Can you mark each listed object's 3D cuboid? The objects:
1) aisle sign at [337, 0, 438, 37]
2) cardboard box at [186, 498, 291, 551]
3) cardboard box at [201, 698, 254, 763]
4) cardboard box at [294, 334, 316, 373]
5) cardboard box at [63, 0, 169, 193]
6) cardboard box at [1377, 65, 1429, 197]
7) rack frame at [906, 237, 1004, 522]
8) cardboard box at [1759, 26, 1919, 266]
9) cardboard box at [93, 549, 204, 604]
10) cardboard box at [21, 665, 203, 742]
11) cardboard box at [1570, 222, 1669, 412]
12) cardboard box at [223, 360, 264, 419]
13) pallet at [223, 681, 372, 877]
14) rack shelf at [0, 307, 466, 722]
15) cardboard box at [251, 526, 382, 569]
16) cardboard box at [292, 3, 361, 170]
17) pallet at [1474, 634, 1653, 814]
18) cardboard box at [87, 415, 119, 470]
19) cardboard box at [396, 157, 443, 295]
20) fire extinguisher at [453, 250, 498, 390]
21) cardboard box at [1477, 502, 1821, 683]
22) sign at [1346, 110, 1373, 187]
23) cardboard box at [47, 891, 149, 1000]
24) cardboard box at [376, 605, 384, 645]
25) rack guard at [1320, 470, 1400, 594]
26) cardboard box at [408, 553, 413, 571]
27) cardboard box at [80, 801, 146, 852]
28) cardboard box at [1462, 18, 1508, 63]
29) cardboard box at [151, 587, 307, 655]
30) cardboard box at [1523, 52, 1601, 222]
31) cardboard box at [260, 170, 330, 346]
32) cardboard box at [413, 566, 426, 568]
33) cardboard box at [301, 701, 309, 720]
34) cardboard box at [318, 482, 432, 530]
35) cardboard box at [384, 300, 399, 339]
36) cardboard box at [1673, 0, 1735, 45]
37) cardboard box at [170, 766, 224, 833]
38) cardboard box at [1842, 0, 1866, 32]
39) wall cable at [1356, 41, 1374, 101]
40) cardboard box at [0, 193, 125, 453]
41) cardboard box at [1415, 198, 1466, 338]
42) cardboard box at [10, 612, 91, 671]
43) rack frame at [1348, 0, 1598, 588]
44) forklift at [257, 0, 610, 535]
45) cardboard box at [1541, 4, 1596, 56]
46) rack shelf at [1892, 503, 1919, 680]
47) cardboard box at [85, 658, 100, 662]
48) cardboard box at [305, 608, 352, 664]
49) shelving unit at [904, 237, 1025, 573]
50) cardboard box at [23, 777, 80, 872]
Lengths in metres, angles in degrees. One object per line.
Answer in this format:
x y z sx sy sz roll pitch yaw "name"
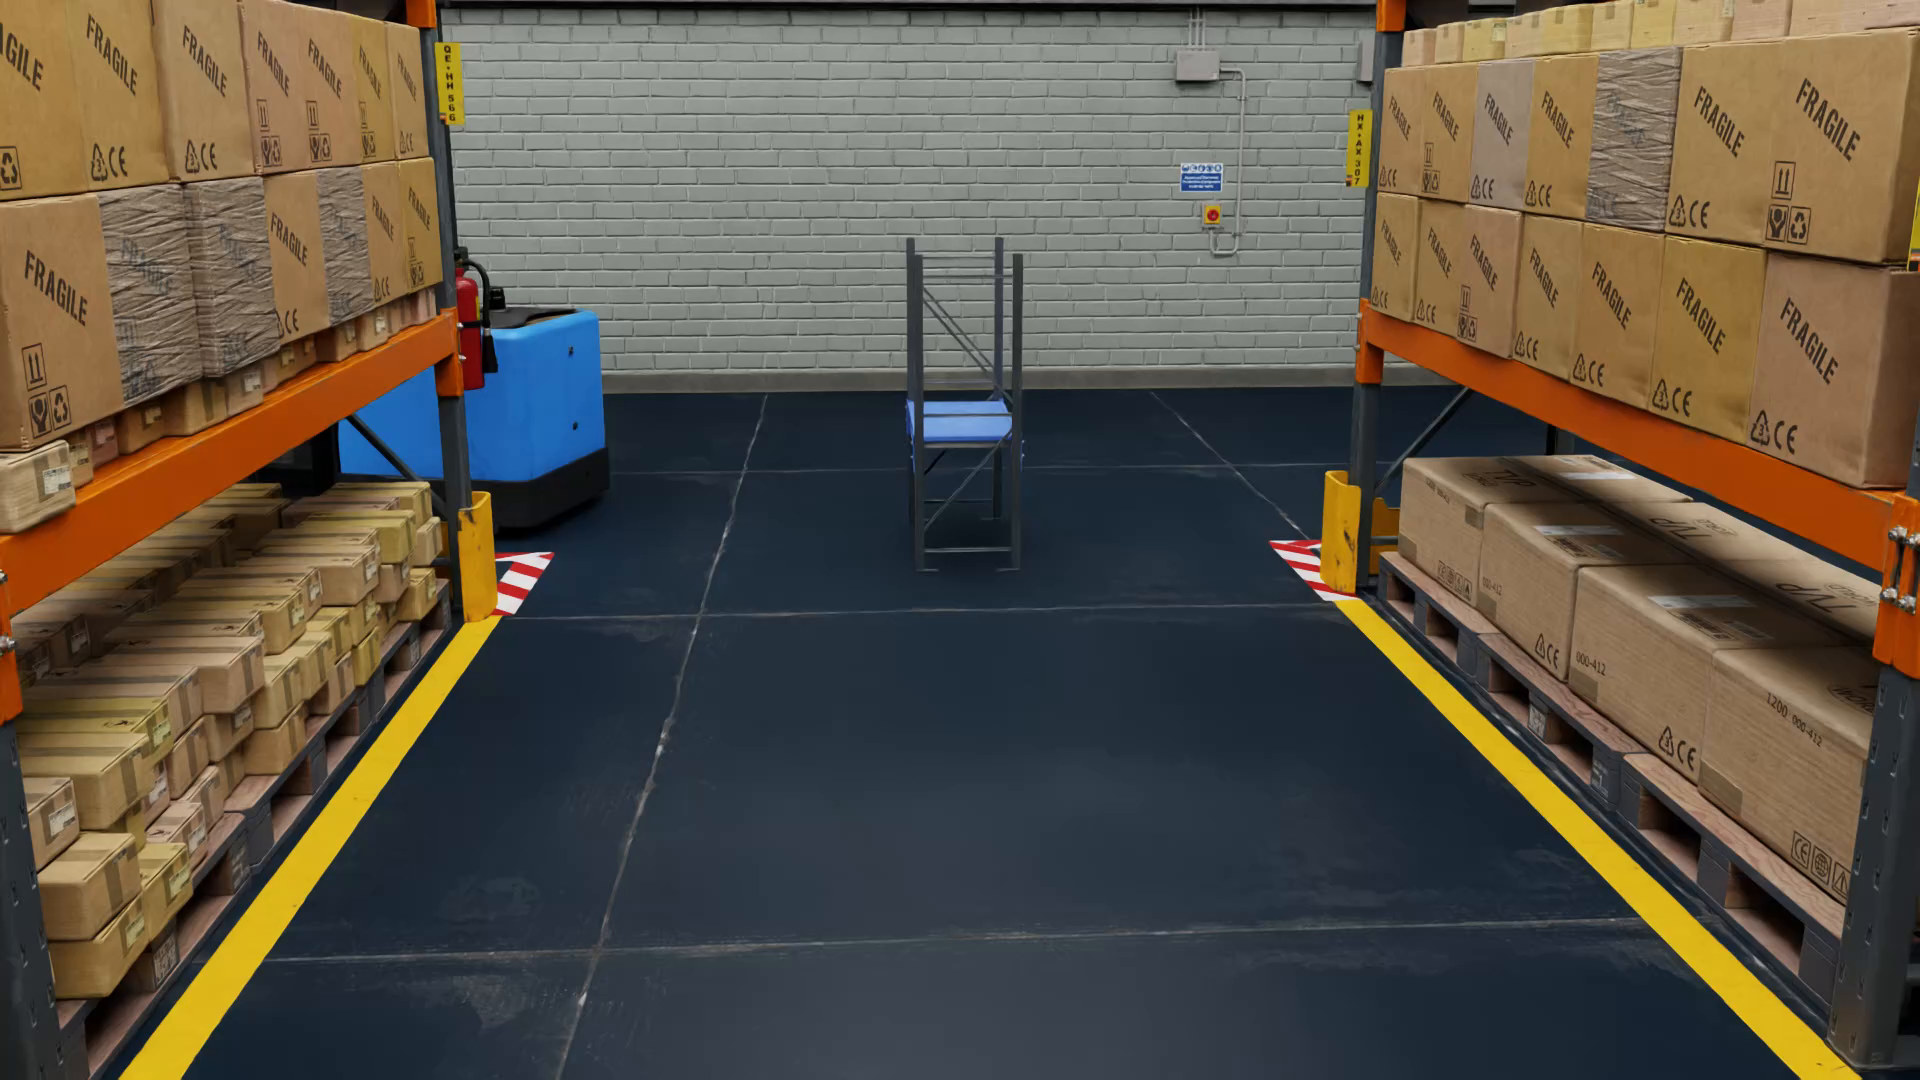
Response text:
-2.349 -2.433 6.747 0.394 0.787 0.004 -1 14 -3 "aisle sign"
-2.814 -0.060 6.425 0.380 0.149 0.250 -1 14 -2 "cardboard box"
-2.263 0.524 4.753 0.380 0.149 0.250 0 14 -1 "cardboard box"
-2.350 -0.632 5.465 0.380 0.149 0.250 -1 15 -6 "cardboard box"
-2.228 -1.078 3.893 0.500 0.500 0.500 -1 14 -5 "cardboard box"
2.036 -1.662 6.759 0.500 0.500 0.500 -1 14 -5 "cardboard box"
-0.026 -0.832 8.748 0.500 1.500 0.032 -1 14 -3 "rack frame"
2.233 -0.904 3.813 0.500 0.500 0.500 -1 14 -4 "cardboard box"
-2.820 0.134 5.671 0.380 0.149 0.250 0 14 -1 "cardboard box"
-2.273 0.447 4.452 0.380 0.149 0.250 -1 14 -5 "cardboard box"
2.171 -0.671 4.914 0.500 0.500 0.500 -1 14 -4 "cardboard box"
-2.217 -0.437 4.711 0.380 0.149 0.250 0 14 -1 "cardboard box"
-2.552 0.723 5.293 1.003 0.211 1.213 -1 14 -3 "pallet"
-2.520 -0.306 5.139 1.077 0.370 4.000 -1 14 -3 "rack shelf"
-2.305 0.056 5.972 0.380 0.149 0.250 -1 15 -6 "cardboard box"
-2.295 -1.463 5.389 0.500 0.500 0.500 0 14 -1 "cardboard box"
2.490 0.598 5.780 1.003 0.211 1.213 -1 14 -3 "pallet"
-2.246 -0.239 3.941 0.380 0.149 0.250 -2 15 -6 "cardboard box"
-2.359 -1.236 6.514 0.500 0.500 0.500 -1 14 -2 "cardboard box"
-2.199 -1.003 7.310 0.296 0.674 0.183 -1 14 -3 "fire extinguisher"
2.496 0.174 6.128 0.875 0.438 0.875 0 14 -2 "cardboard box"
1.736 -1.704 7.232 0.100 0.325 0.005 -1 14 -3 "sign"
-2.098 0.925 3.790 0.380 0.149 0.250 -2 15 -6 "cardboard box"
-2.328 0.344 6.048 0.380 0.149 0.250 -1 14 -3 "cardboard box"
2.289 -0.049 7.712 1.175 0.500 0.348 -1 14 -3 "rack guard"
-2.364 0.074 6.500 0.380 0.149 0.250 -1 14 -5 "cardboard box"
-2.205 0.720 3.991 0.380 0.149 0.250 -1 14 -3 "cardboard box"
2.059 -1.812 6.039 0.380 0.149 0.250 -1 14 -5 "cardboard box"
-2.282 0.254 5.203 0.380 0.149 0.250 -1 14 -3 "cardboard box"
2.146 -1.282 5.281 0.500 0.500 0.500 -1 14 -3 "cardboard box"
-2.271 -0.858 5.044 0.500 0.500 0.500 0 14 -1 "cardboard box"
-2.403 0.153 6.789 0.380 0.149 0.250 -1 14 -2 "cardboard box"
-2.312 0.539 5.291 0.380 0.149 0.250 0 14 -2 "cardboard box"
-2.358 -0.135 6.715 0.380 0.149 0.250 -1 14 -3 "cardboard box"
-2.333 -0.829 6.232 0.380 0.149 0.250 -1 14 -4 "cardboard box"
2.203 -1.431 4.558 0.380 0.149 0.250 -1 14 -4 "cardboard box"
-2.248 0.735 4.527 0.380 0.149 0.250 -1 14 -5 "cardboard box"
2.293 -1.244 3.833 0.380 0.149 0.250 -1 14 -2 "cardboard box"
3.332 -3.172 12.796 0.588 1.984 0.122 -1 14 -3 "wall cable"
-2.175 -0.476 3.561 0.500 0.500 0.500 -1 14 -4 "cardboard box"
2.092 -1.052 6.396 0.500 0.500 0.500 -1 14 -4 "cardboard box"
-2.832 0.325 4.930 0.380 0.149 0.250 -1 14 -5 "cardboard box"
2.290 -1.253 7.377 1.000 3.000 0.127 -1 14 -3 "rack frame"
-3.544 -1.616 8.923 3.031 2.935 1.130 3 15 12 "forklift"
2.090 -1.621 5.298 0.380 0.149 0.250 -1 14 -5 "cardboard box"
2.662 0.587 1.667 1.077 0.370 4.000 -1 14 -3 "rack shelf"
-2.720 0.408 5.201 0.380 0.149 0.250 0 14 -1 "cardboard box"
-2.250 0.330 5.505 0.380 0.149 0.250 0 14 -1 "cardboard box"
0.005 -0.705 8.257 0.538 1.500 1.048 -1 14 -3 "shelving unit"
-2.211 0.643 3.691 0.380 0.149 0.250 0 14 -1 "cardboard box"
